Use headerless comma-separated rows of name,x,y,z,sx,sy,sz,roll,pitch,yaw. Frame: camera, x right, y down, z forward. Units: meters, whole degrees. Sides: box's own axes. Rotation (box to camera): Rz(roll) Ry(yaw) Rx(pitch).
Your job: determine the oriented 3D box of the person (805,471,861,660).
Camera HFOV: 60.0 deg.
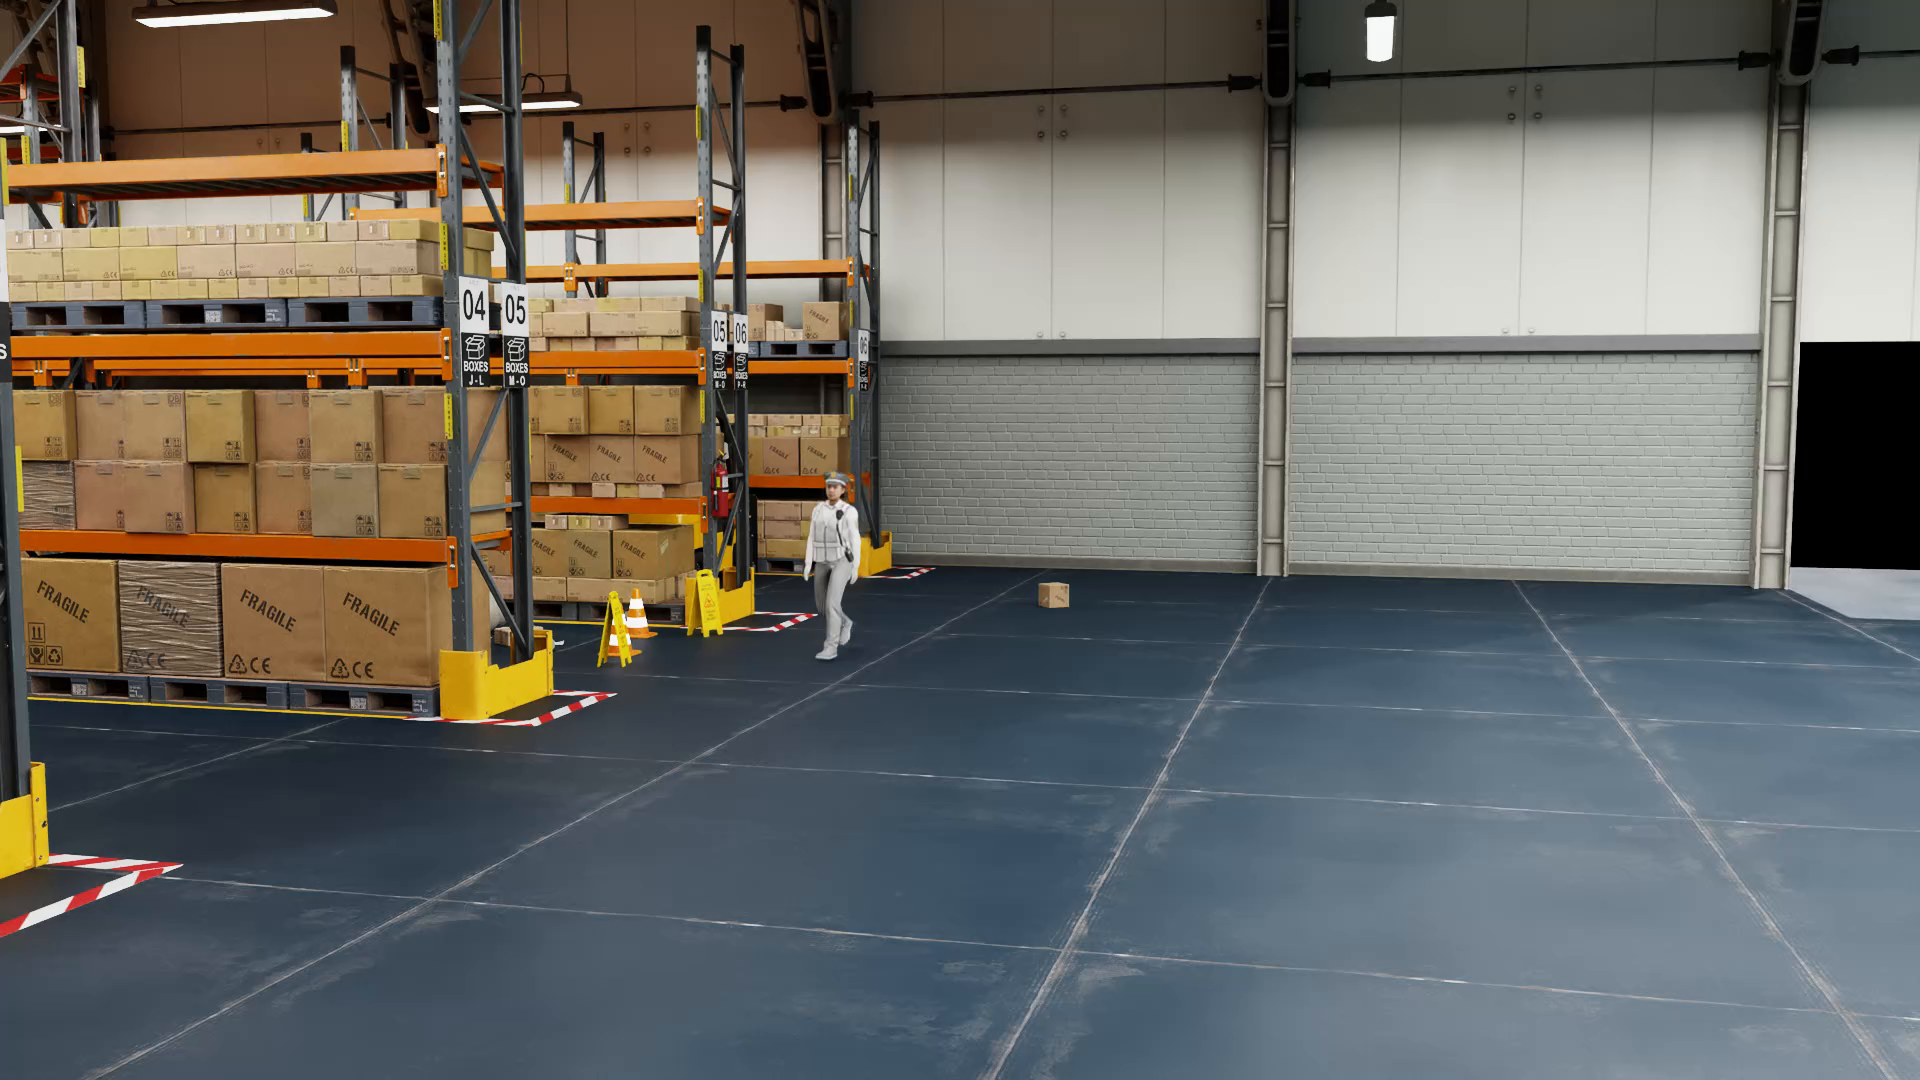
person,-1.121,0.202,14.940,0.475,1.660,0.814,2,5,26
